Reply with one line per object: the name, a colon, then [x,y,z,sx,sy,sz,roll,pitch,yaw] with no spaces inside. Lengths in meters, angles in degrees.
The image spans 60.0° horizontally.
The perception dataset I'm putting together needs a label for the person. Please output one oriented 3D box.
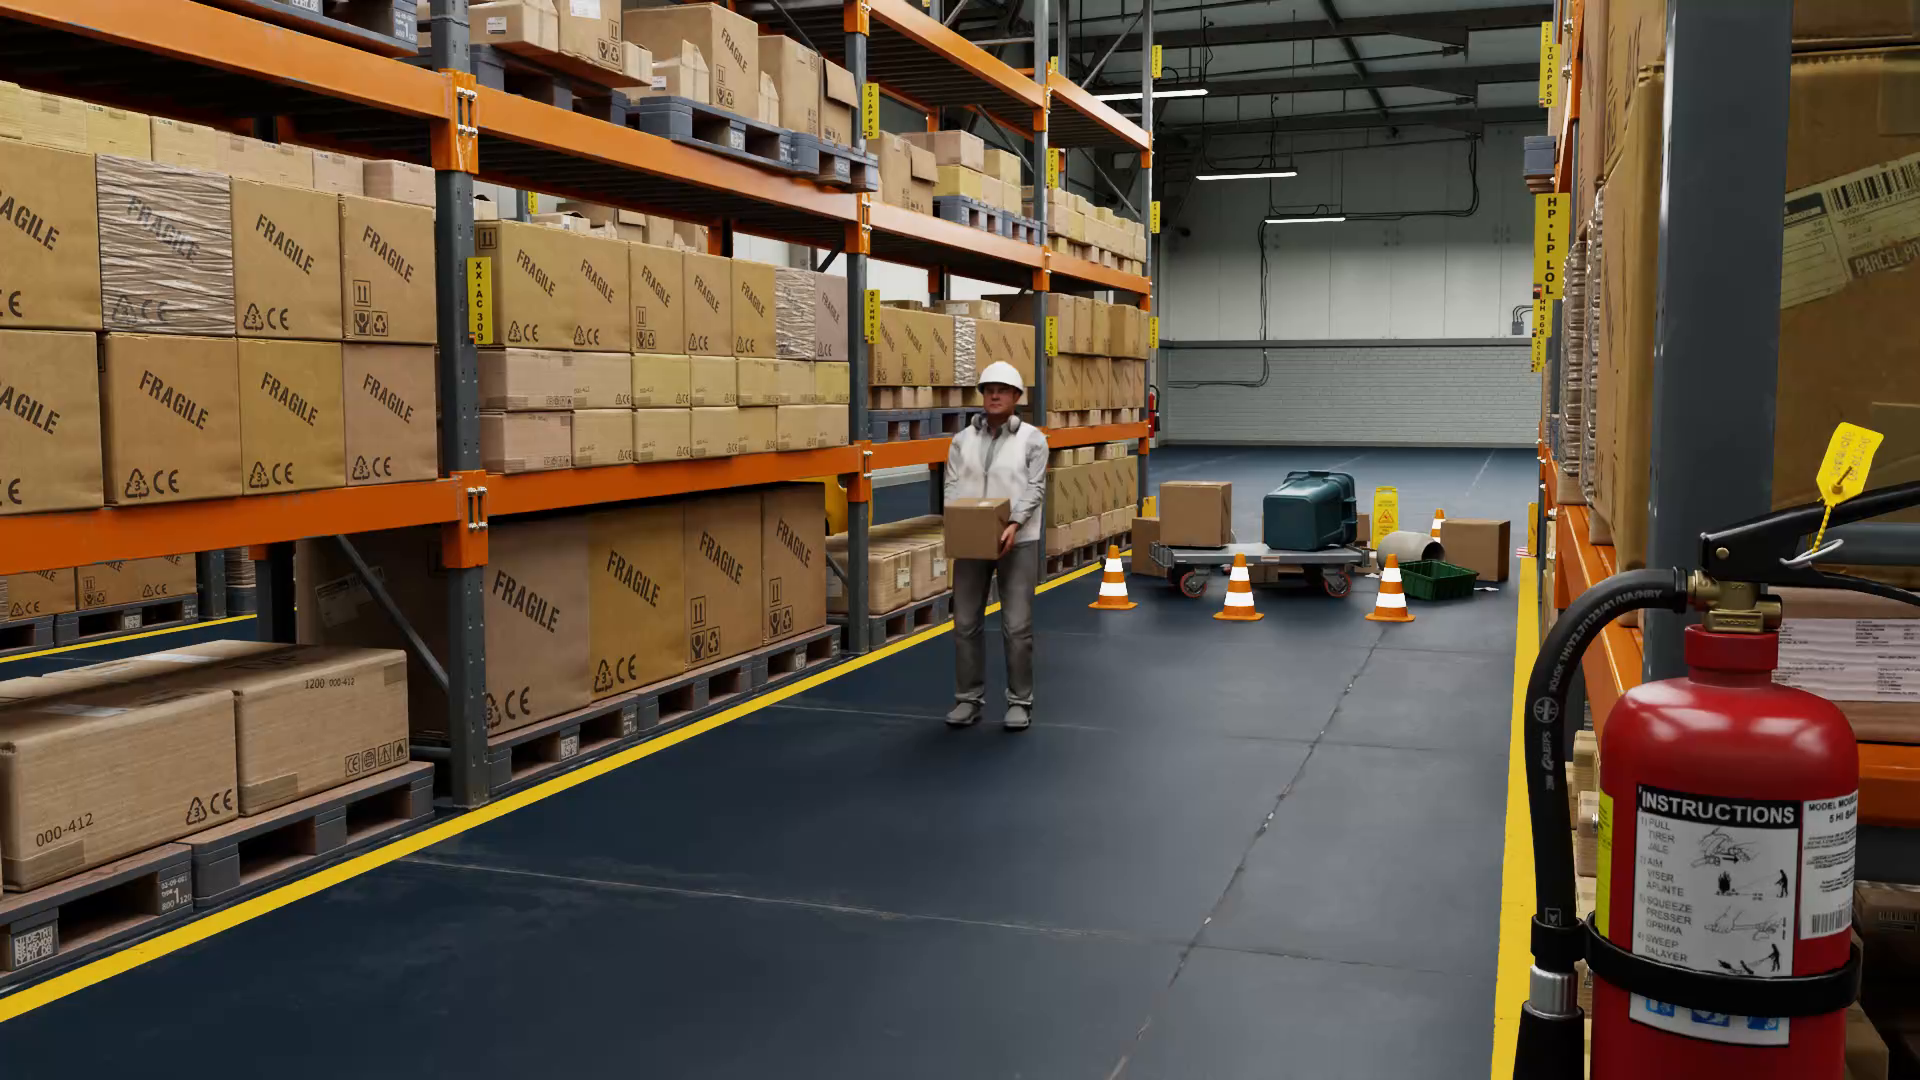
person: [0.153,0.024,8.054,0.514,1.775,0.542,2,5,18]
